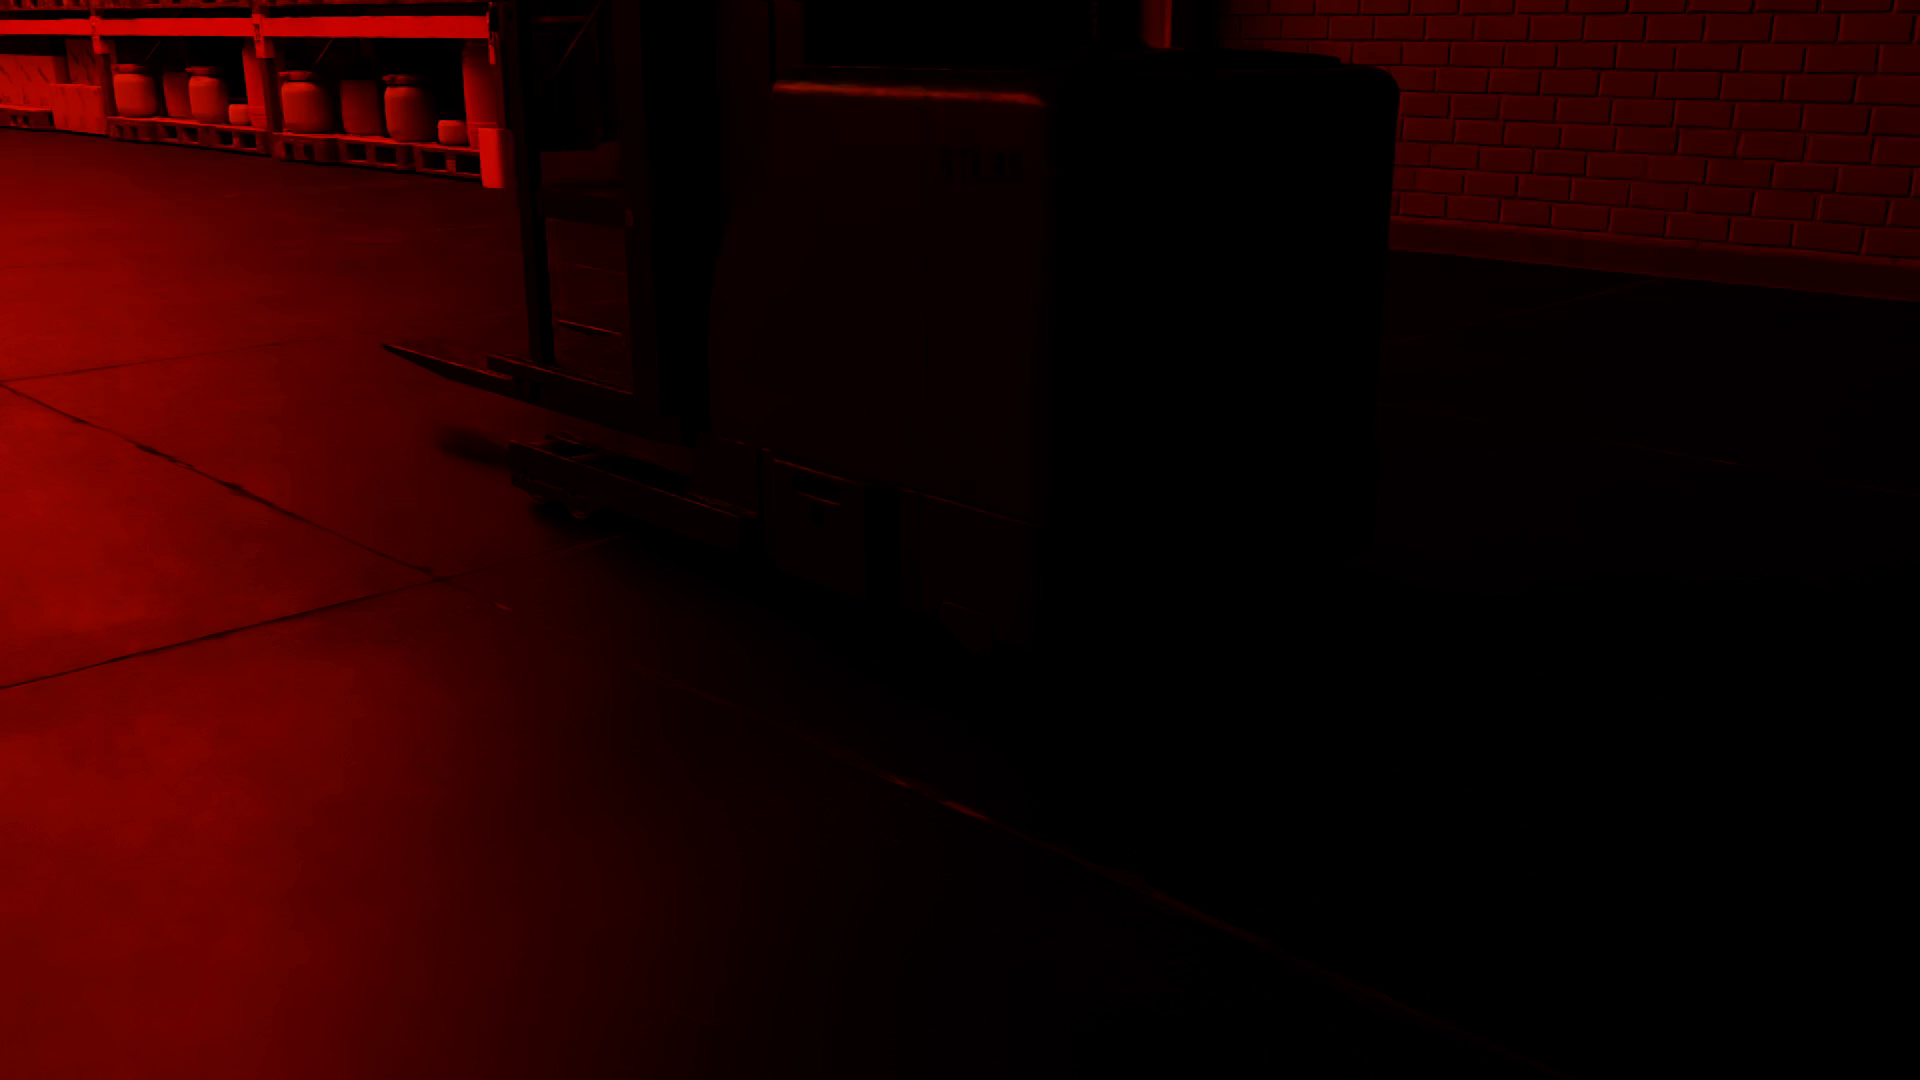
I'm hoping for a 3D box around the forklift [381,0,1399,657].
[{"bbox_3d":[-0.487,-1.540,3.916,1.130,2.935,3.031,-16,23,-42],"label":"forklift"}]
